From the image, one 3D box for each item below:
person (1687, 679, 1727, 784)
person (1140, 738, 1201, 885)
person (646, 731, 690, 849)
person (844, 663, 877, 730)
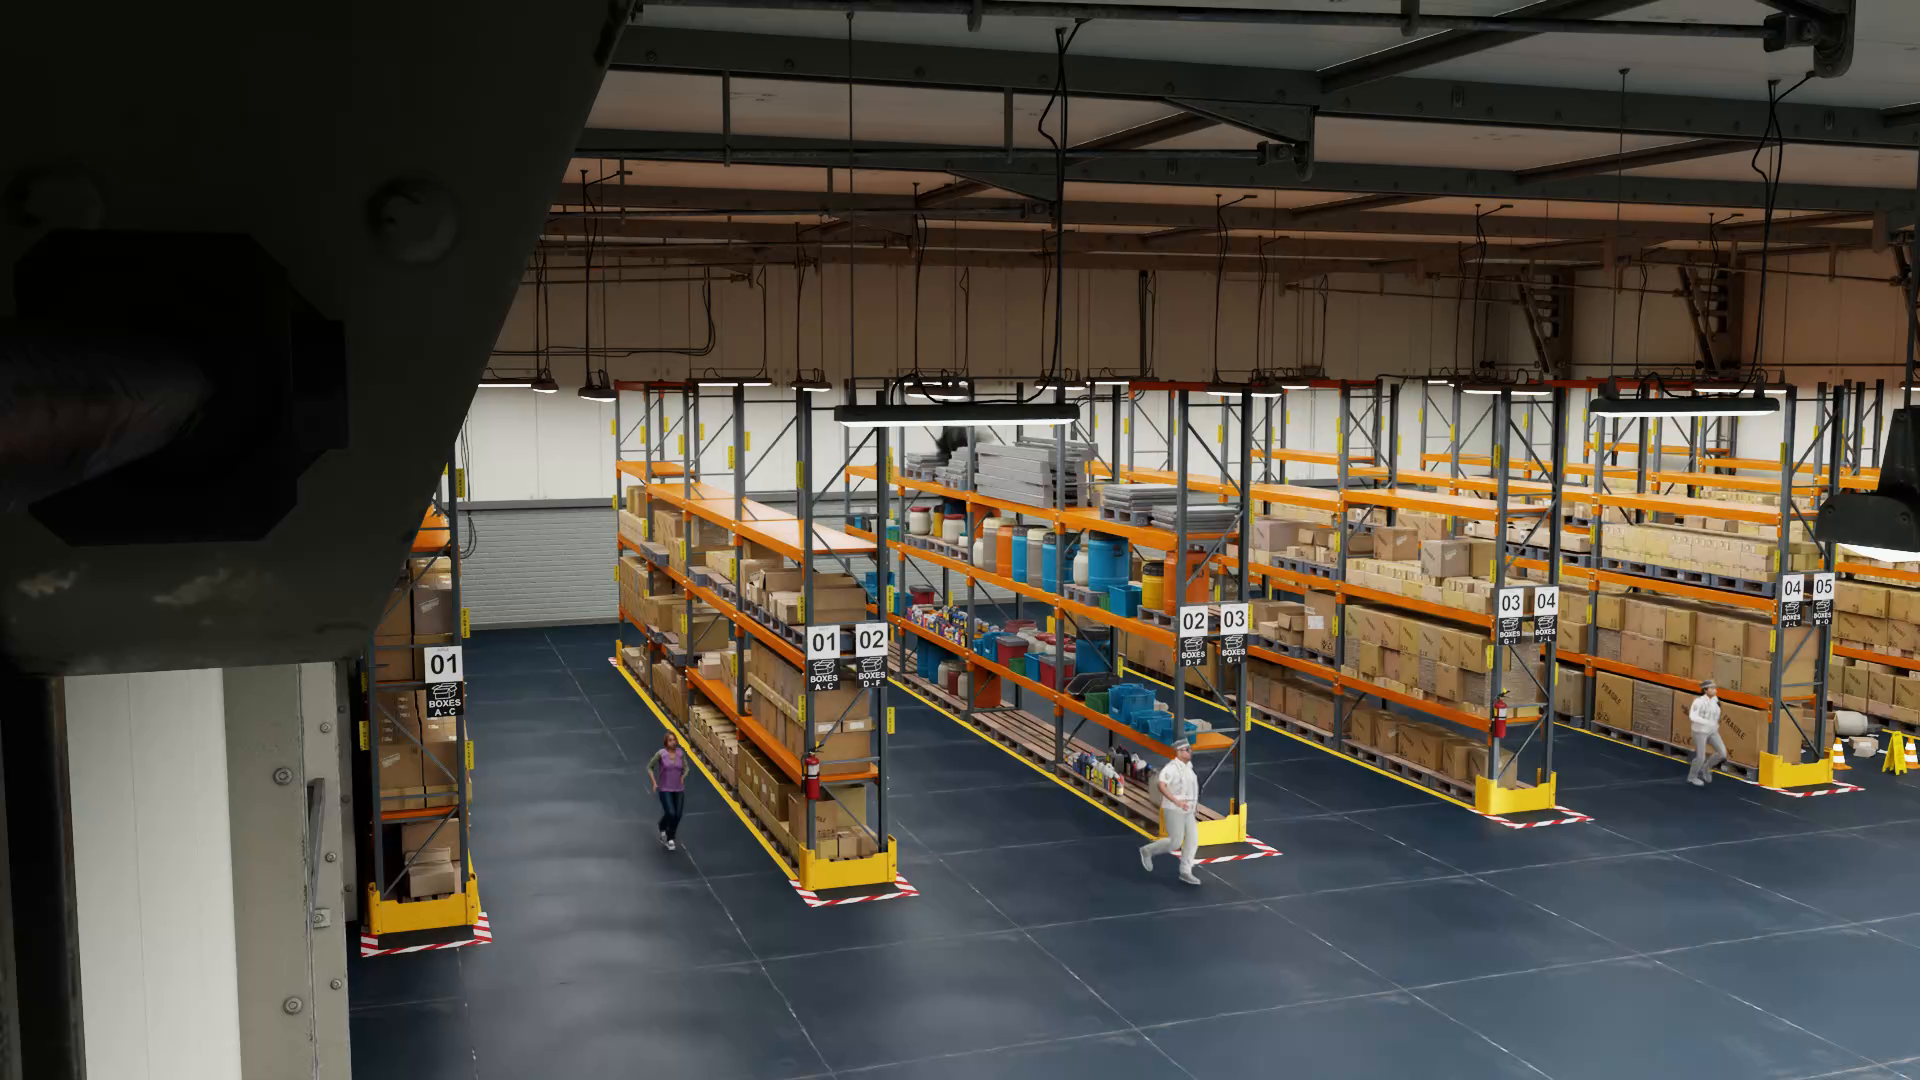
[{"bbox_3d":[11.199,2.877,24.905,0.638,1.650,0.634,-2,6,-19],"label":"person"},{"bbox_3d":[2.743,3.305,20.525,0.790,1.730,0.719,5,8,38],"label":"person"},{"bbox_3d":[-3.750,3.269,21.615,0.522,1.559,0.538,-3,7,-29],"label":"person"},{"bbox_3d":[-1.771,2.367,29.068,0.654,1.781,0.935,-3,7,-30],"label":"person"}]
